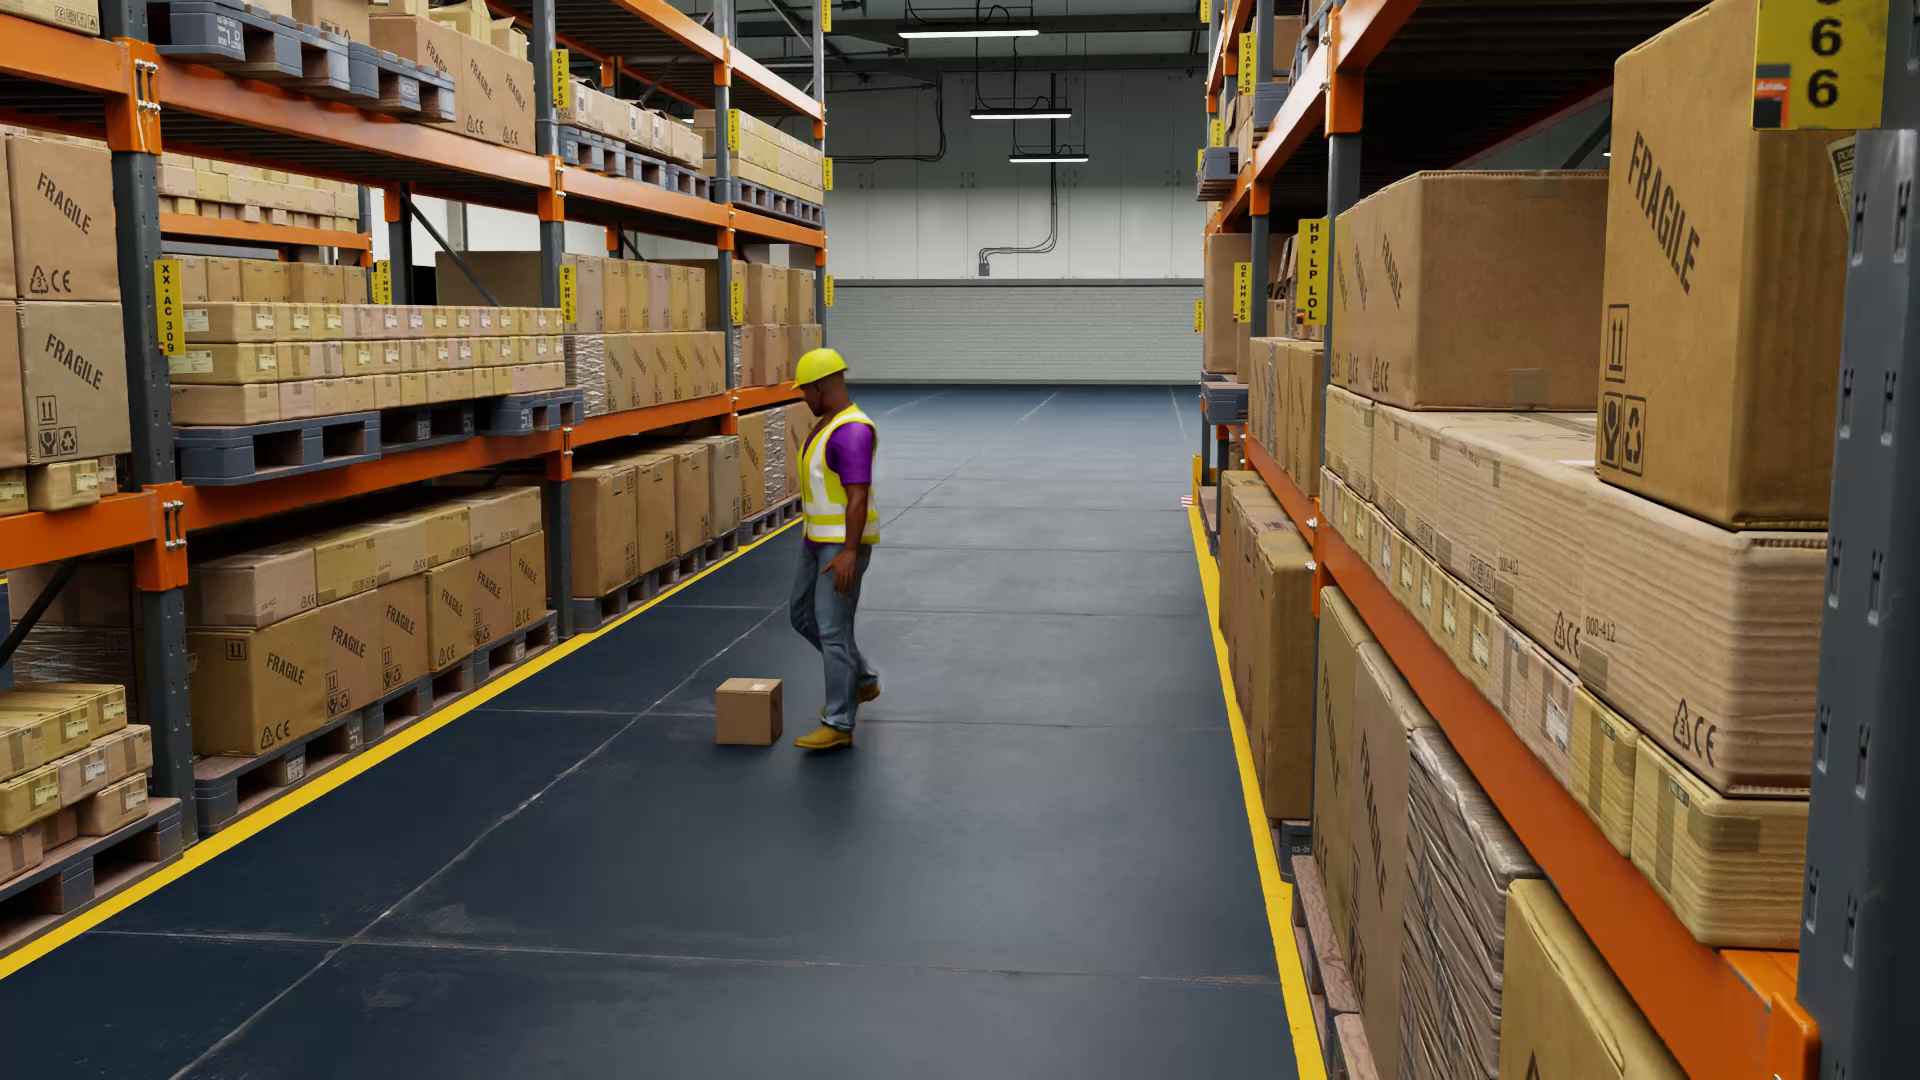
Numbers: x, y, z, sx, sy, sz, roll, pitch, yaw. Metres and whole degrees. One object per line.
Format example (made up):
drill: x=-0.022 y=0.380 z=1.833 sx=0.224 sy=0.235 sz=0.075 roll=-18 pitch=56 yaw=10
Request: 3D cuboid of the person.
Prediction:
person: x=-0.551 y=0.023 z=7.481 sx=0.544 sy=1.765 sz=0.661 roll=-3 pitch=8 yaw=-20
